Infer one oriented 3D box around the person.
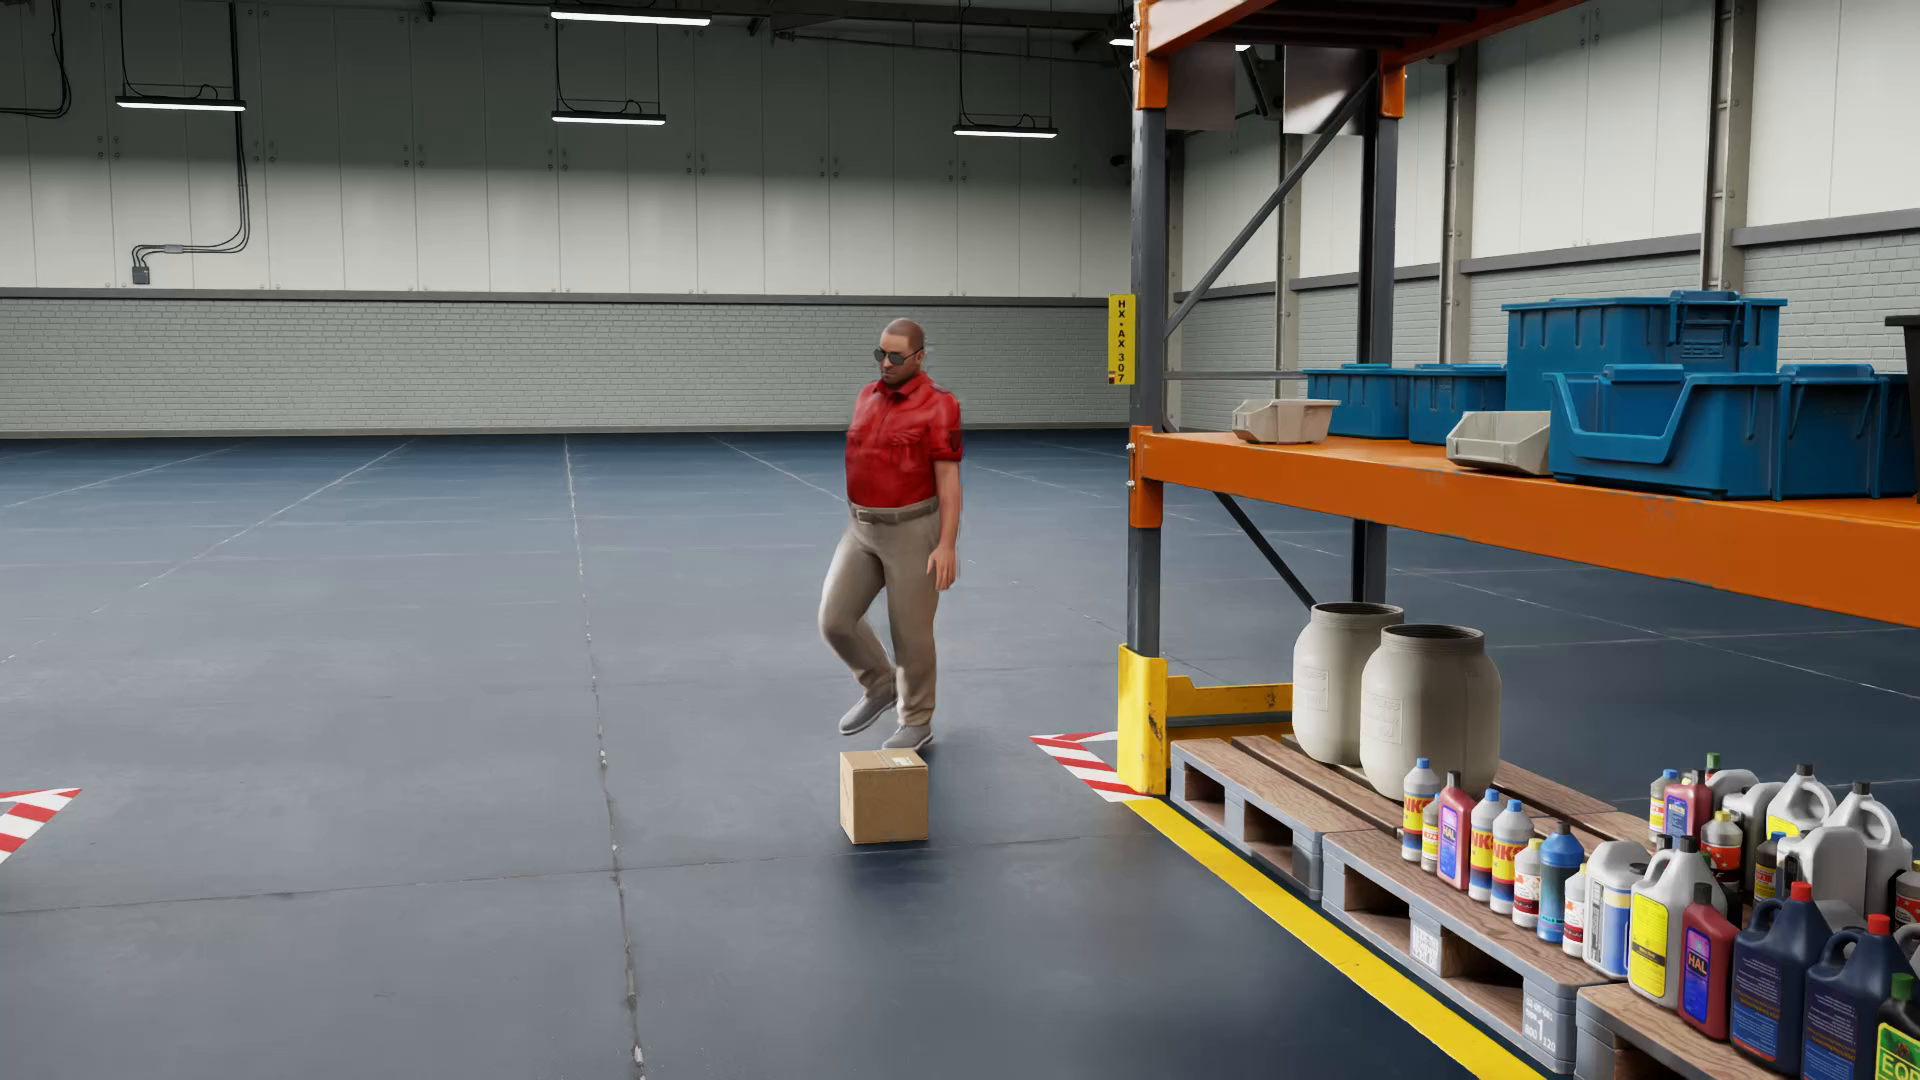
[{"bbox_3d":[-0.269,-0.009,6.549,0.658,1.717,0.449,4,7,32],"label":"person"}]
